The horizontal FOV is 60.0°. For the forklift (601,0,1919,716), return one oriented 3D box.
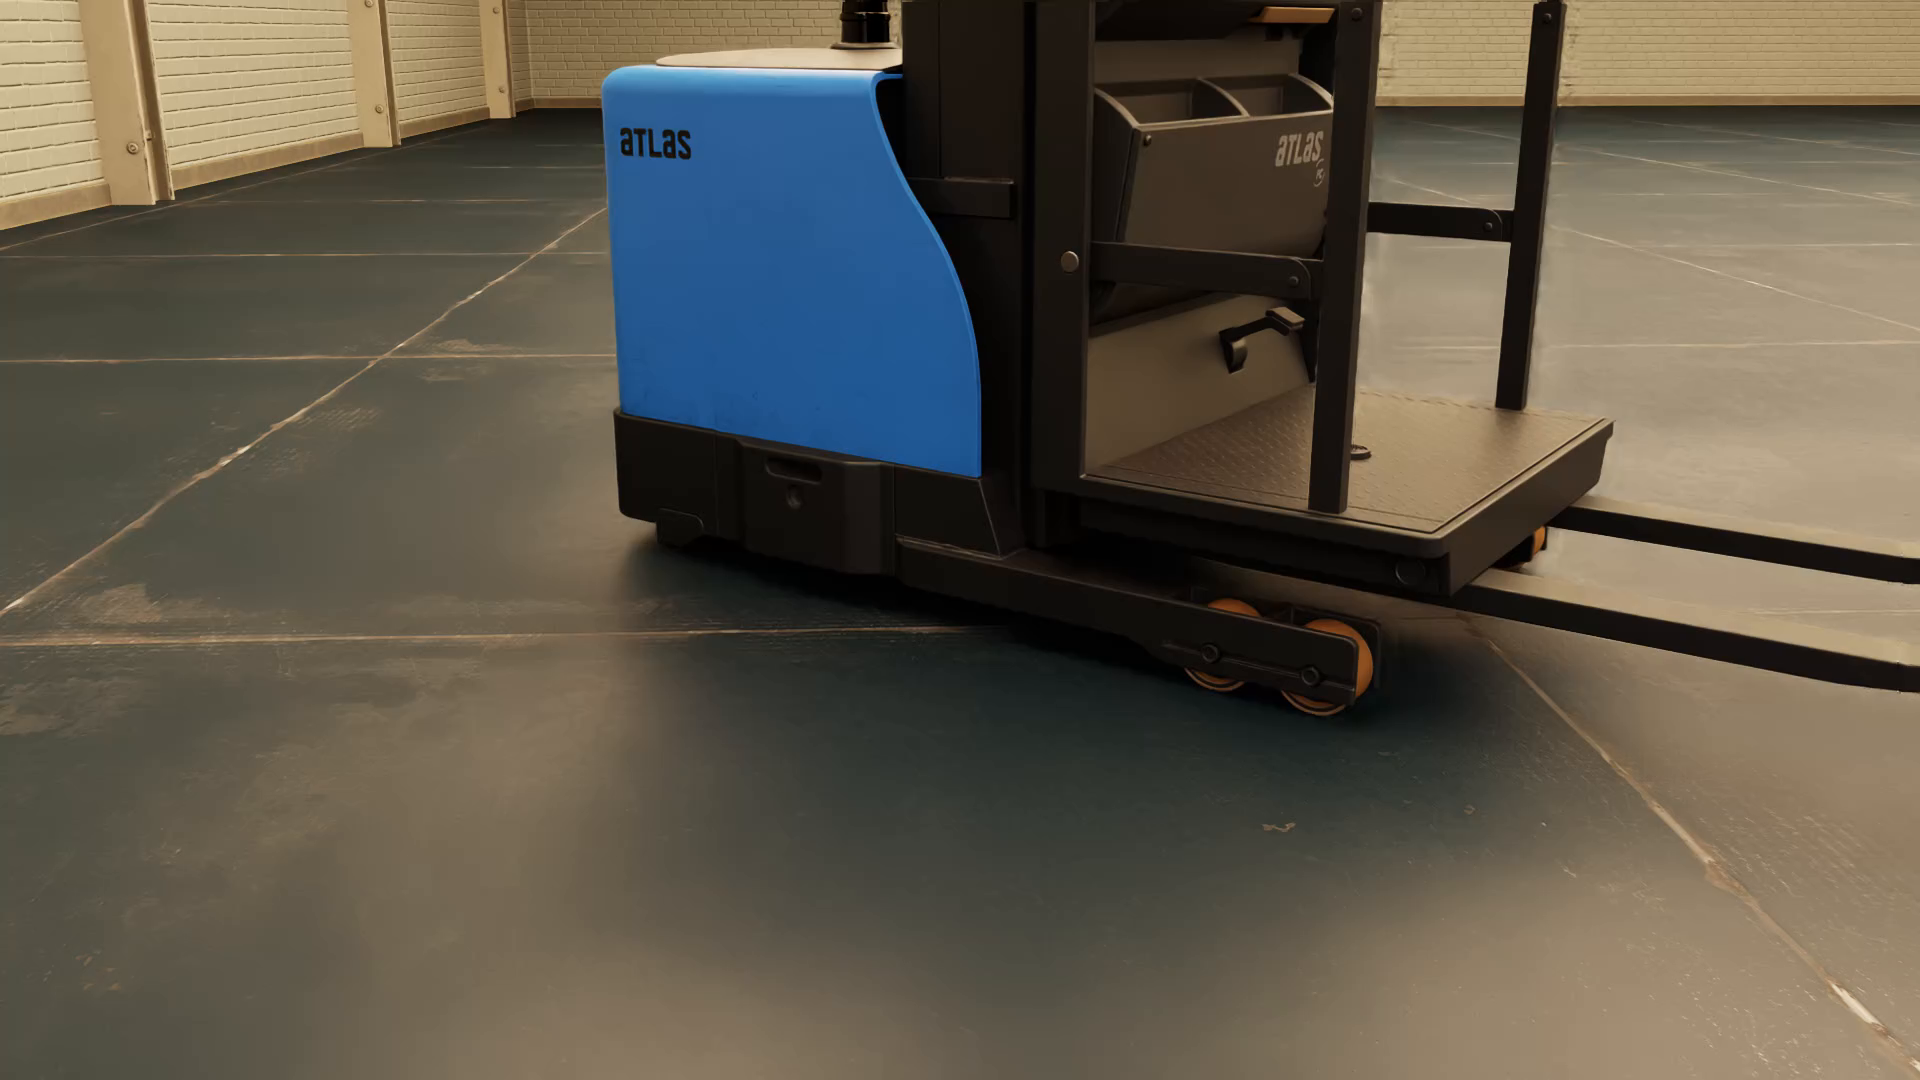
[{"bbox_3d":[0.698,-1.270,3.060,3.031,2.935,1.130,12,21,33],"label":"forklift"}]
